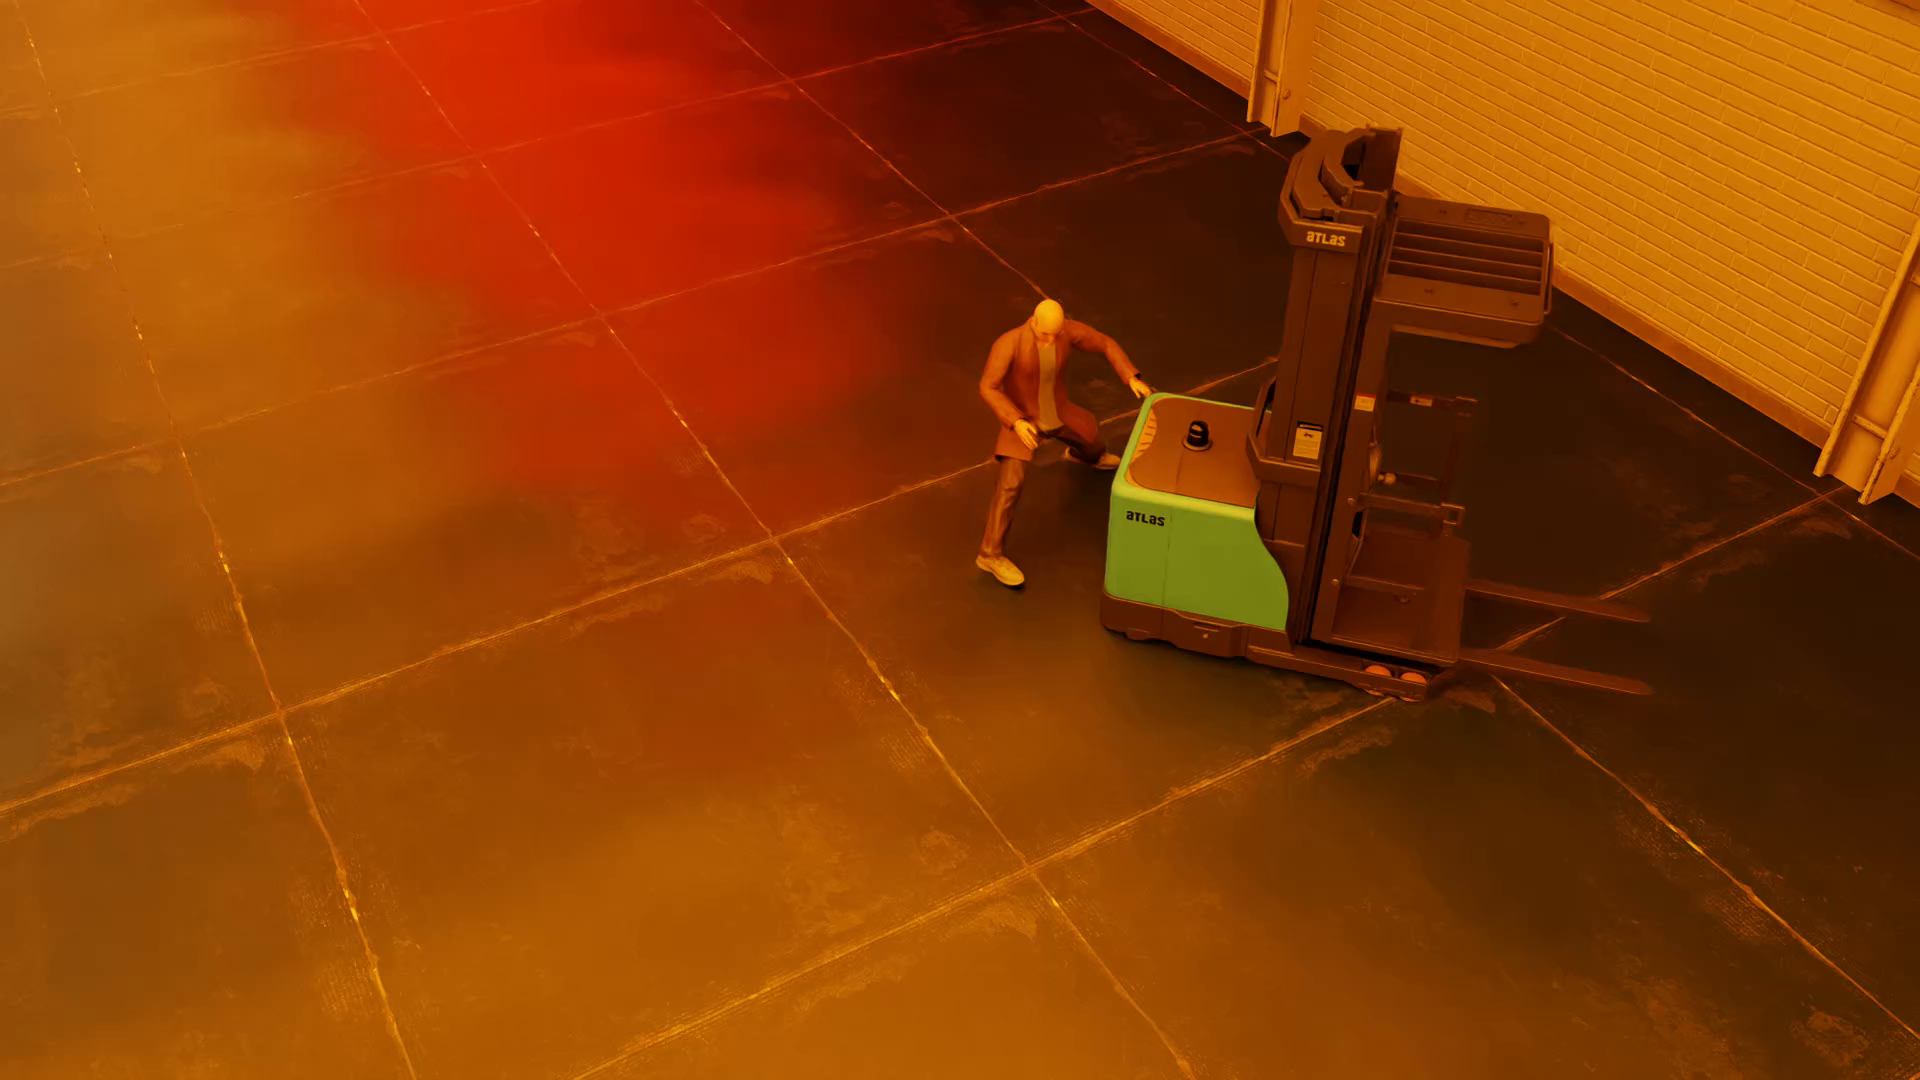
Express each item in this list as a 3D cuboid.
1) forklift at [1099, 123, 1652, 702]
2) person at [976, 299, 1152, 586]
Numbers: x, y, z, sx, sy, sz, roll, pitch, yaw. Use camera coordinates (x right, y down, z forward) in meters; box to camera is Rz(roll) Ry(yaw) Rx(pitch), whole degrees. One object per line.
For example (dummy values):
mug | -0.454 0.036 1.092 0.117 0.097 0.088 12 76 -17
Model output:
forklift | 2.386 -0.608 8.770 3.031 2.935 1.130 11 41 13
person | 0.609 -0.723 9.984 1.302 1.565 0.977 -17 43 -20
